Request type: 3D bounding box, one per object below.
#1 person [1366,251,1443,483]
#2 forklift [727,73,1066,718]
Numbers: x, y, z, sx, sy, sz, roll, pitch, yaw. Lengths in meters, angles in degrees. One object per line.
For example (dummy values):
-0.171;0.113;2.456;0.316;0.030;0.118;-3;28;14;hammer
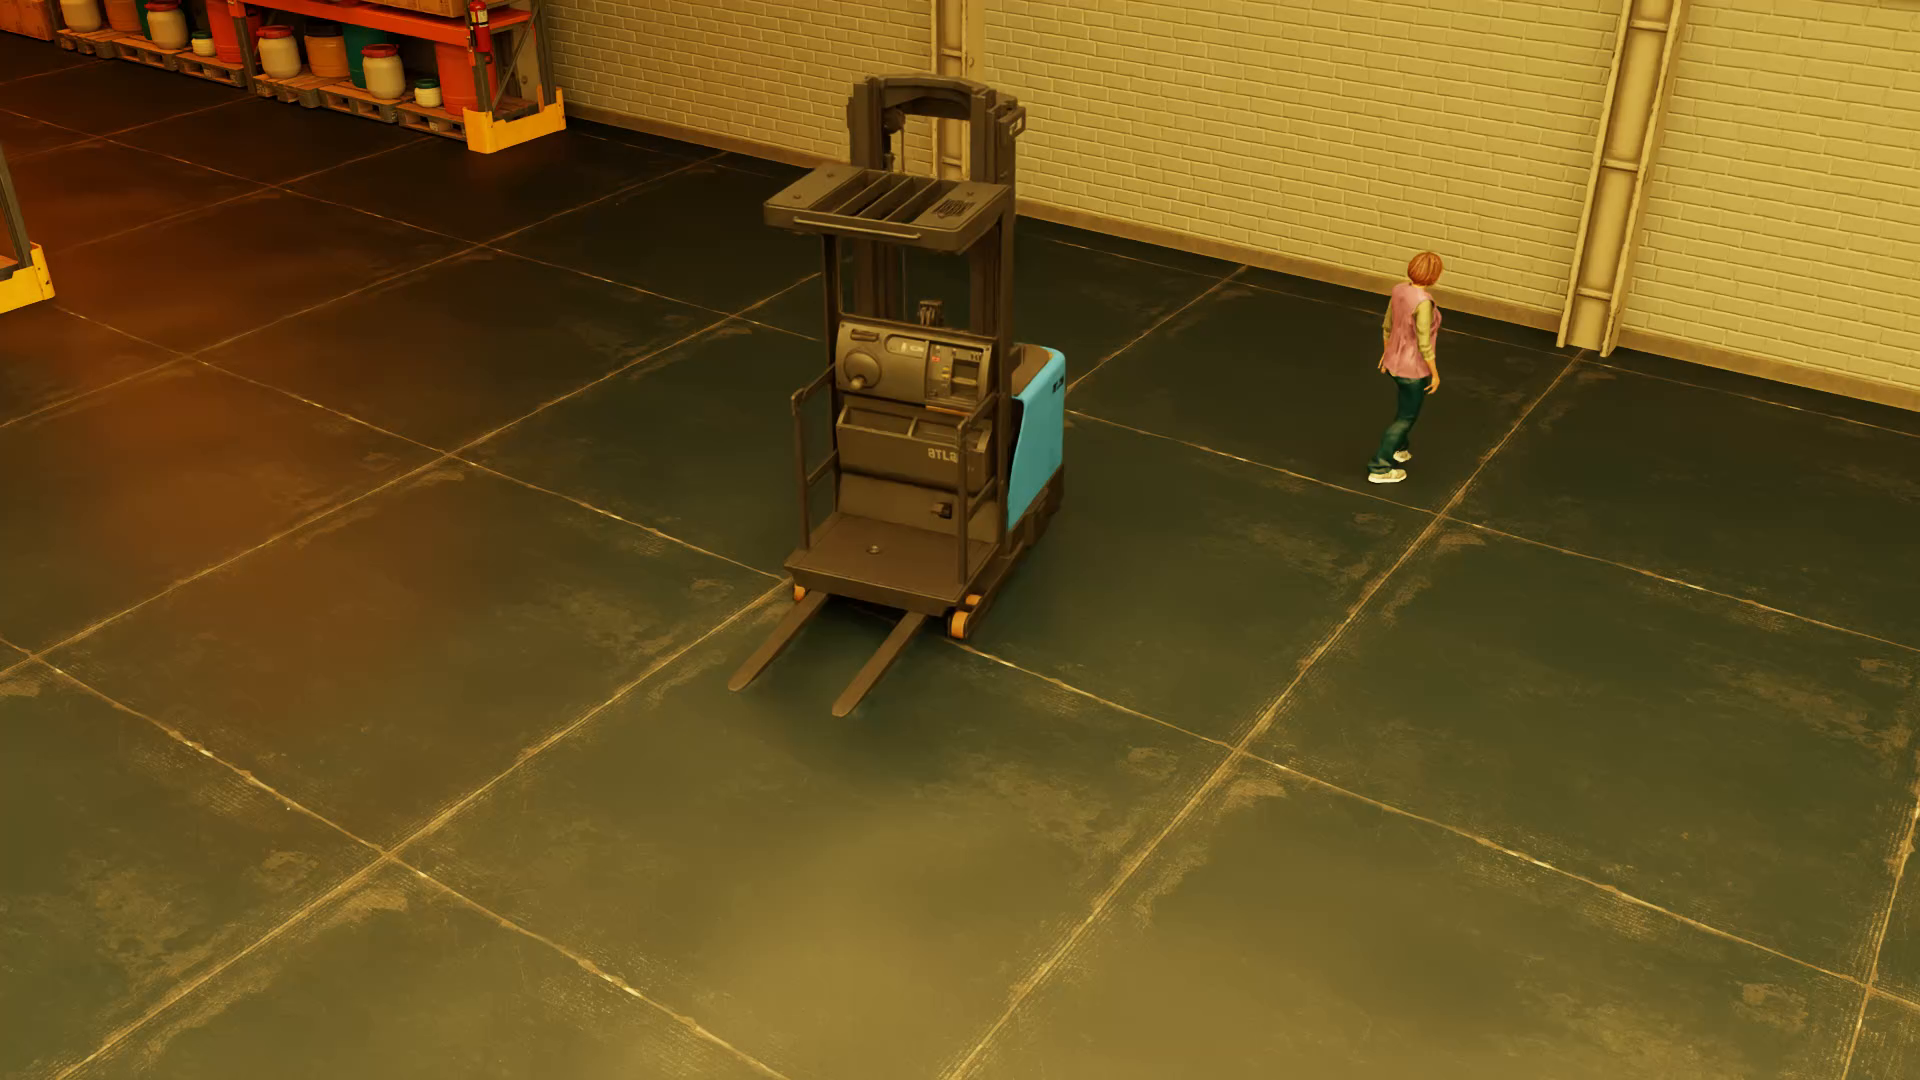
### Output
2.954;-1.111;10.891;0.509;1.628;0.513;-7;31;-12;person
-0.344;-0.938;9.196;1.130;2.935;3.031;11;32;19;forklift
